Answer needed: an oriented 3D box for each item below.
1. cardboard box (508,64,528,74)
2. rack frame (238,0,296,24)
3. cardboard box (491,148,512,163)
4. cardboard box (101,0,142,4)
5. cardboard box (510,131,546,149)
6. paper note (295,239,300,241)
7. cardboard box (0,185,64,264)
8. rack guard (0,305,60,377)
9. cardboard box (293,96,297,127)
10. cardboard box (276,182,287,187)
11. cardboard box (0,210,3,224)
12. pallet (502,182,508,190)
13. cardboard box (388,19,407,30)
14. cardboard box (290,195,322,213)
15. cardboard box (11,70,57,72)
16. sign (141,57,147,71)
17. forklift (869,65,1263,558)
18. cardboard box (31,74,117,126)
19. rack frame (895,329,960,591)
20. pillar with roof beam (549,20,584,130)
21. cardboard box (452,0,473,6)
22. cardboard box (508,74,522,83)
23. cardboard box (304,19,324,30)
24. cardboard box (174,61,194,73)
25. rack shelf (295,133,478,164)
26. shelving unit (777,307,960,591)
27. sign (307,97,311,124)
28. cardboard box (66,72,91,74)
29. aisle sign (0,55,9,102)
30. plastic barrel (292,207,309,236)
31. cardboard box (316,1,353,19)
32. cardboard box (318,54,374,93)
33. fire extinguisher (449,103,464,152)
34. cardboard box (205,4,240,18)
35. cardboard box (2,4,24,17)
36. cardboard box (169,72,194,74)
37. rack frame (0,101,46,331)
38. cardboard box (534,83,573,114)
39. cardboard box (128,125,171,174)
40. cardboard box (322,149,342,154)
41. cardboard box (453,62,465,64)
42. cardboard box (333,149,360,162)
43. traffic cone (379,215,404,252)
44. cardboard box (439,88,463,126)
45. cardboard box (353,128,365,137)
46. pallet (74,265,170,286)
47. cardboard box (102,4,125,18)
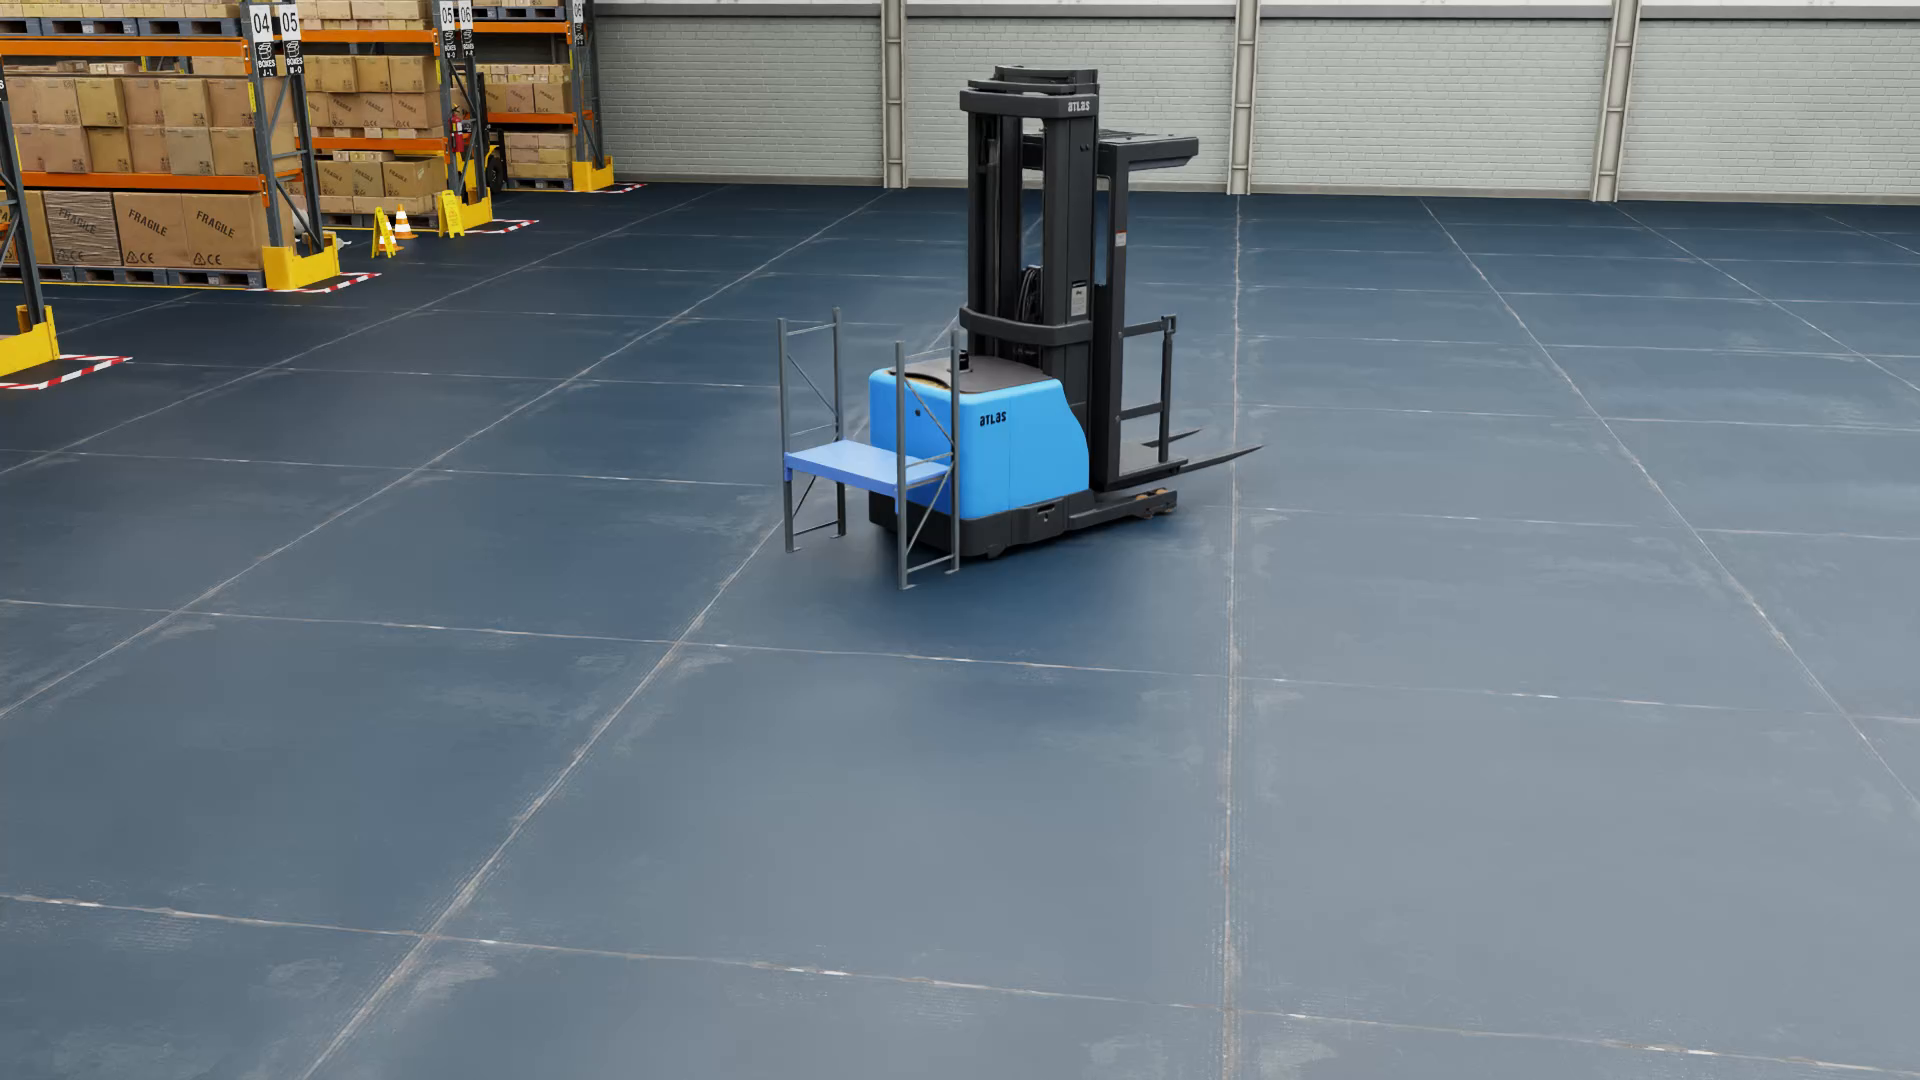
[{"bbox_3d":[-7.643,-8.164,28.827,0.250,0.149,0.380,3,19,9],"label":"cardboard box"},{"bbox_3d":[-7.980,-7.407,18.757,0.127,3.000,1.000,3,19,9],"label":"rack frame"},{"bbox_3d":[-8.047,-6.780,29.222,0.500,0.250,0.500,2,19,7],"label":"cardboard box"},{"bbox_3d":[-9.497,-6.289,19.092,0.500,0.250,0.500,3,19,8],"label":"cardboard box"},{"bbox_3d":[-7.520,-6.991,29.067,0.500,0.250,0.500,3,19,10],"label":"cardboard box"},{"bbox_3d":[-9.358,-4.218,23.379,0.142,0.019,0.148,10,21,27],"label":"paper note"},{"bbox_3d":[-11.319,-3.901,20.421,0.875,0.875,0.875,3,19,9],"label":"cardboard box"},{"bbox_3d":[-8.941,-1.831,15.488,0.348,0.500,1.175,3,19,9],"label":"rack guard"},{"bbox_3d":[-9.861,-6.351,24.429,0.500,0.500,0.500,3,19,8],"label":"cardboard box"},{"bbox_3d":[-10.174,-5.432,24.800,0.500,0.500,0.500,4,19,11],"label":"cardboard box"},{"bbox_3d":[-9.110,-2.983,15.386,0.250,0.149,0.380,3,19,9],"label":"cardboard box"},{"bbox_3d":[-8.474,-6.438,29.711,1.213,0.211,1.003,3,19,9],"label":"pallet"},{"bbox_3d":[-7.942,-7.353,23.722,0.250,0.149,0.380,3,19,9],"label":"cardboard box"},{"bbox_3d":[-9.651,-5.051,24.842,0.500,0.250,0.500,3,19,8],"label":"cardboard box"},{"bbox_3d":[-14.188,-6.949,25.557,0.500,0.500,0.500,3,19,8],"label":"cardboard box"},{"bbox_3d":[-14.486,-8.416,29.530,0.005,0.325,0.100,3,19,9],"label":"sign"},{"bbox_3d":[0.852,-1.642,11.091,3.031,2.935,1.130,-15,24,-38],"label":"forklift"},{"bbox_3d":[-10.498,-5.255,19.844,0.550,0.550,0.875,3,19,9],"label":"cardboard box"},{"bbox_3d":[-0.185,-0.468,9.838,0.032,1.500,0.500,17,25,40],"label":"rack frame"},{"bbox_3d":[-7.738,-9.486,24.973,0.400,9.000,9.100,3,19,9],"label":"pillar with roof beam"},{"bbox_3d":[-8.553,-9.461,28.642,0.637,0.503,0.797,4,19,10],"label":"cardboard box"},{"bbox_3d":[-7.644,-8.009,28.833,0.250,0.149,0.380,3,19,8],"label":"cardboard box"},{"bbox_3d":[-9.215,-7.415,23.904,0.250,0.149,0.380,3,19,8],"label":"cardboard box"},{"bbox_3d":[-11.652,-7.149,25.130,0.250,0.149,0.380,3,19,8],"label":"cardboard box"},{"bbox_3d":[-9.269,-5.877,24.774,4.000,0.370,1.077,3,19,9],"label":"rack shelf"},{"bbox_3d":[-0.557,-0.578,10.168,1.048,1.500,0.538,17,25,40],"label":"shelving unit"},{"bbox_3d":[-7.886,-5.183,20.078,0.005,0.325,0.100,3,19,9],"label":"sign"},{"bbox_3d":[-13.252,-6.736,24.920,0.500,0.500,0.500,2,19,7],"label":"cardboard box"},{"bbox_3d":[-8.758,-4.337,14.939,0.004,0.787,0.394,3,19,9],"label":"aisle sign"},{"bbox_3d":[-9.574,-4.525,23.661,0.512,0.421,0.421,-15,24,-38],"label":"plastic barrel"},{"bbox_3d":[-8.852,-7.602,23.835,0.500,0.250,0.500,3,19,10],"label":"cardboard box"},{"bbox_3d":[-8.852,-6.759,24.073,0.500,0.500,0.700,3,19,8],"label":"cardboard box"},{"bbox_3d":[-7.254,-5.931,23.923,0.183,0.674,0.296,3,19,9],"label":"fire extinguisher"},{"bbox_3d":[-8.362,-6.022,18.923,0.250,0.149,0.380,3,19,9],"label":"cardboard box"},{"bbox_3d":[-10.874,-6.150,19.305,0.250,0.149,0.380,3,19,8],"label":"cardboard box"},{"bbox_3d":[-11.661,-6.820,25.170,0.500,0.500,0.500,3,19,10],"label":"cardboard box"},{"bbox_3d":[-8.866,-3.013,15.080,0.127,3.000,1.000,3,19,9],"label":"rack frame"},{"bbox_3d":[-7.038,-7.663,28.820,0.500,0.500,0.500,3,19,7],"label":"cardboard box"},{"bbox_3d":[-9.433,-4.726,19.963,0.550,0.550,0.875,3,19,9],"label":"cardboard box"},{"bbox_3d":[-10.977,-6.970,29.987,0.625,0.625,0.875,4,19,11],"label":"cardboard box"},{"bbox_3d":[-8.838,-8.374,29.455,0.250,0.149,0.380,3,19,8],"label":"cardboard box"},{"bbox_3d":[-9.007,-5.659,24.458,0.250,0.149,0.380,4,19,11],"label":"cardboard box"},{"bbox_3d":[-7.764,-4.167,22.528,0.334,0.463,0.336,3,19,9],"label":"traffic cone"},{"bbox_3d":[-7.718,-6.417,24.627,0.500,0.500,0.500,3,19,8],"label":"cardboard box"},{"bbox_3d":[-8.705,-6.008,24.428,0.250,0.149,0.380,3,19,9],"label":"cardboard box"},{"bbox_3d":[-9.983,-3.317,20.384,1.213,0.211,1.003,3,19,9],"label":"pallet"},{"bbox_3d":[-9.616,-6.086,19.115,0.250,0.149,0.380,3,19,9],"label":"cardboard box"}]
